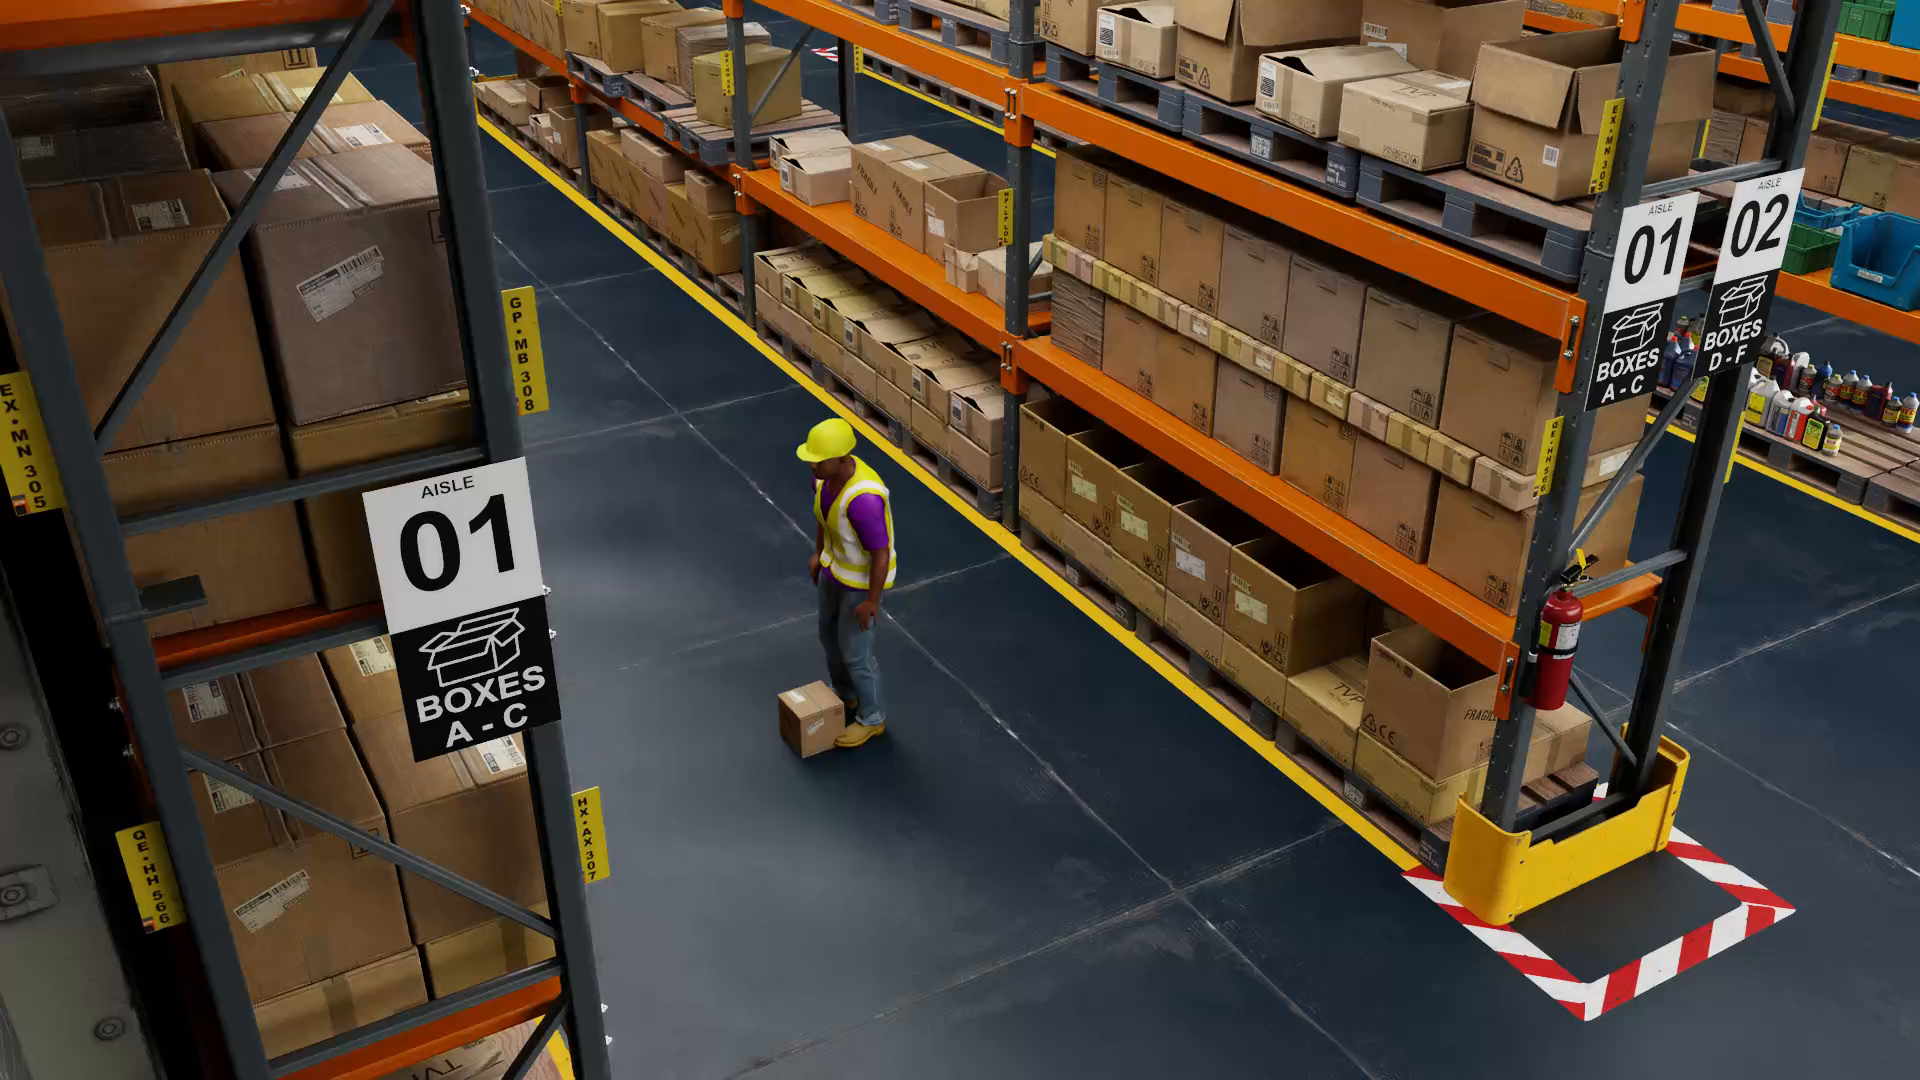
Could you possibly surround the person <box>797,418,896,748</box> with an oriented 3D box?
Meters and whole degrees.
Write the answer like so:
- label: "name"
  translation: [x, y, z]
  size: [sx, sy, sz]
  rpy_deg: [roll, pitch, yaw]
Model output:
- label: "person"
  translation: [-0.566, 0.185, 8.210]
  size: [0.460, 1.760, 0.617]
  rpy_deg: [-16, 33, -27]
